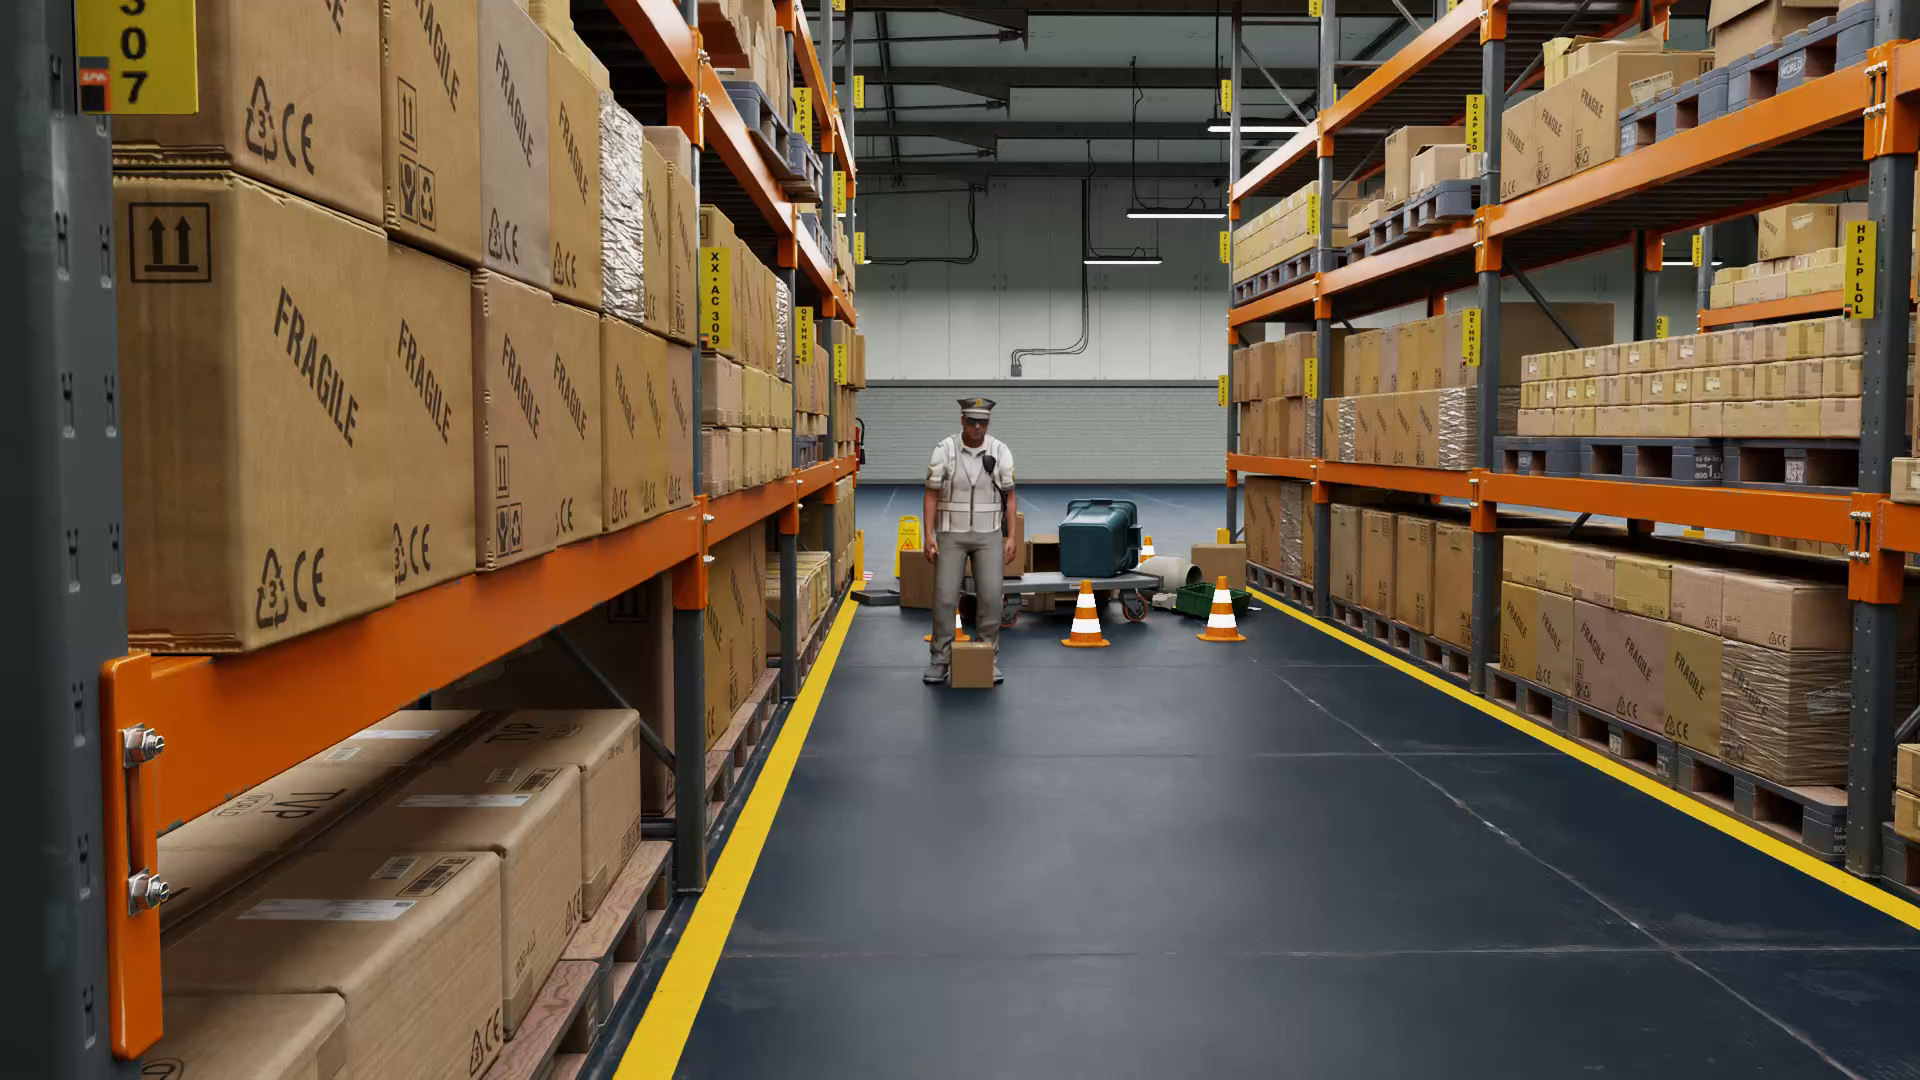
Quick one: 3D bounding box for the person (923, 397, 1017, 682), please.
[{"bbox_3d":[0.058,-0.008,10.300,0.597,1.747,0.437,0,4,-5],"label":"person"}]
